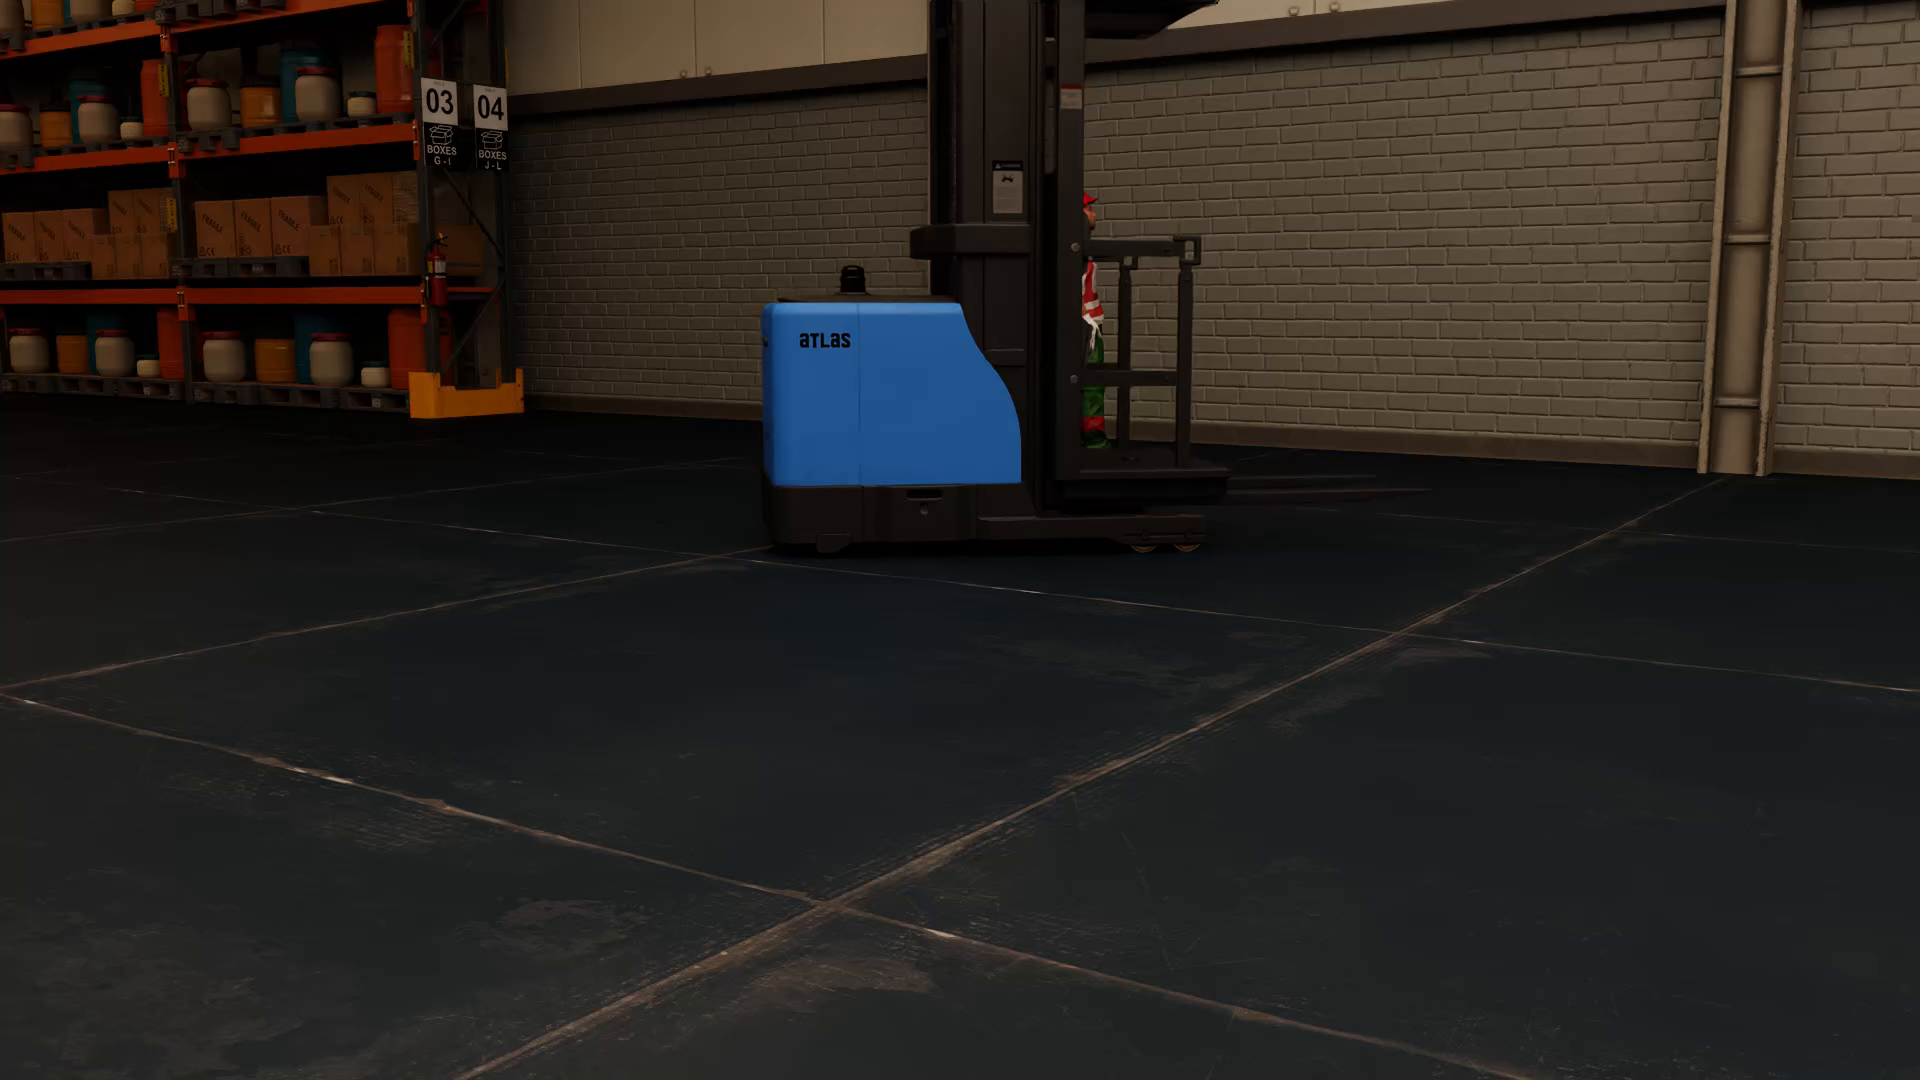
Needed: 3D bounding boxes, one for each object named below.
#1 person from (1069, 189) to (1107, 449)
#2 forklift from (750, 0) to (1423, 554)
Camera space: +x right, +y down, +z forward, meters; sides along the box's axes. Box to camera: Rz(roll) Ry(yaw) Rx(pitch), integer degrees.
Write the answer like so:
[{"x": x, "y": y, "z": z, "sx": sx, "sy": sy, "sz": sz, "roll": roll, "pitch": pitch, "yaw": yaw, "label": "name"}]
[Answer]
[{"x": 0.861, "y": -1.346, "z": 10.666, "sx": 0.566, "sy": 1.787, "sz": 0.638, "roll": 1, "pitch": 8, "yaw": 4, "label": "person"}, {"x": 0.575, "y": -1.467, "z": 7.512, "sx": 3.031, "sy": 2.935, "sz": 1.130, "roll": -1, "pitch": 8, "yaw": -9, "label": "forklift"}]
